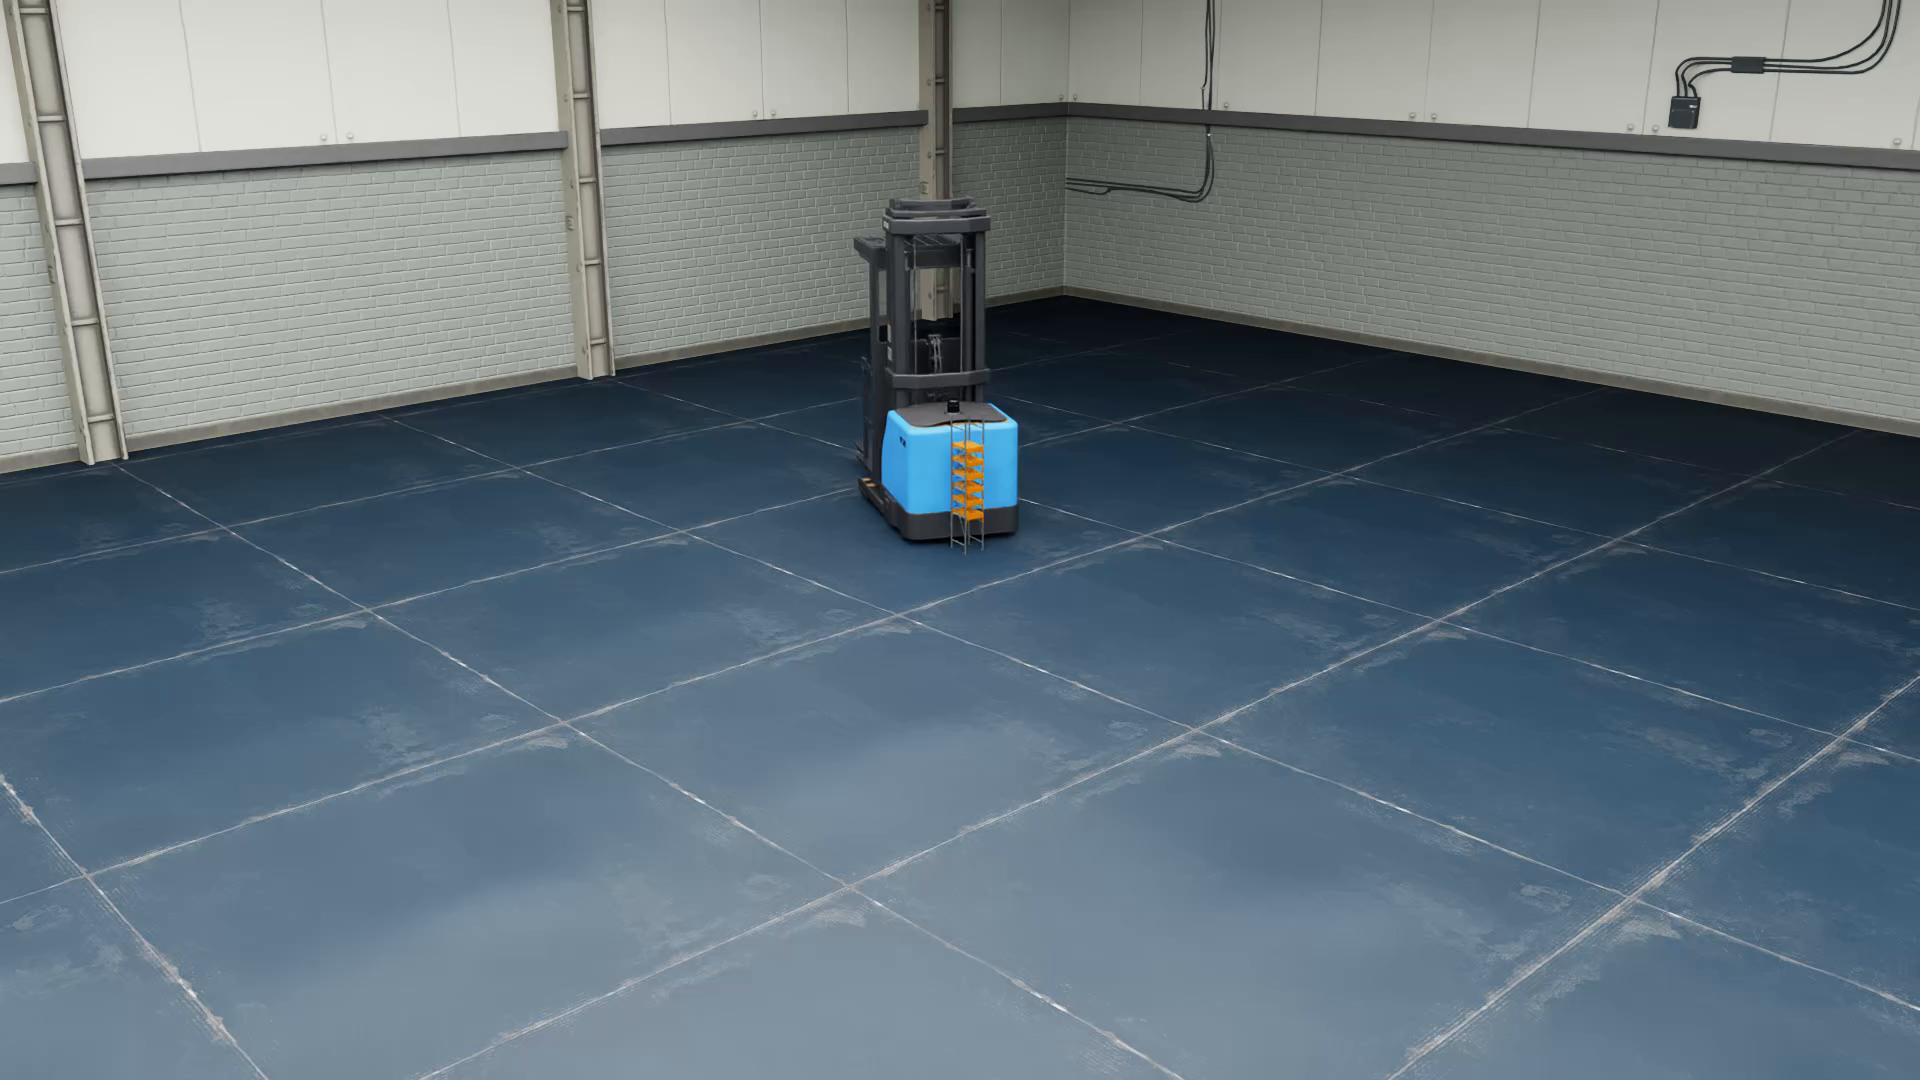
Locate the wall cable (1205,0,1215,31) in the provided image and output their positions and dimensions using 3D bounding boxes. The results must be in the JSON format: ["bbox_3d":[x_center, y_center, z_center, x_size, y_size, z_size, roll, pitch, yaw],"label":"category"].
[{"bbox_3d":[4.552,-8.330,22.931,0.112,2.526,3.097,-16,24,-41],"label":"wall cable"}]

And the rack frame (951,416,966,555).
[{"bbox_3d":[-0.012,-0.469,14.486,0.006,1.200,0.240,-11,21,-31],"label":"rack frame"}]

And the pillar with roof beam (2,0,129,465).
[{"bbox_3d":[-6.117,-4.175,13.272,0.400,9.000,9.100,-16,24,-41],"label":"pillar with roof beam"}]

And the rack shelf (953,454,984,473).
[{"bbox_3d":[0.064,-0.671,14.473,0.180,0.103,0.258,-11,21,-31],"label":"rack shelf"}]

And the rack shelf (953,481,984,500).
[{"bbox_3d":[0.064,-0.442,14.548,0.180,0.103,0.258,-11,21,-31],"label":"rack shelf"}]

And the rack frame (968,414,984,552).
[{"bbox_3d":[0.141,-0.500,14.581,0.006,1.200,0.240,-11,21,-31],"label":"rack frame"}]

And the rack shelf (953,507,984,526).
[{"bbox_3d":[0.064,-0.214,14.622,0.180,0.103,0.258,-11,21,-31],"label":"rack shelf"}]

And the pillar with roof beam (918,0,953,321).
[{"bbox_3d":[2.602,-6.718,21.114,0.400,9.000,9.100,-16,24,-41],"label":"pillar with roof beam"}]

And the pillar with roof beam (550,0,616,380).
[{"bbox_3d":[-1.758,-5.447,17.193,0.400,9.000,9.100,-16,24,-41],"label":"pillar with roof beam"}]

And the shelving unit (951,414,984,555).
[{"bbox_3d":[0.064,-0.485,14.534,0.189,1.200,0.258,-11,21,-31],"label":"shelving unit"}]

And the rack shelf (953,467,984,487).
[{"bbox_3d":[0.064,-0.556,14.510,0.180,0.103,0.258,-11,21,-31],"label":"rack shelf"}]

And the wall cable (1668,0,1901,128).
[{"bbox_3d":[9.204,-7.498,18.005,0.169,6.003,2.305,-16,24,-41],"label":"wall cable"}]

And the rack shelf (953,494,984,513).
[{"bbox_3d":[0.064,-0.328,14.585,0.180,0.103,0.258,-11,21,-31],"label":"rack shelf"}]

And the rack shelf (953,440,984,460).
[{"bbox_3d":[0.064,-0.785,14.436,0.180,0.103,0.258,-11,21,-31],"label":"rack shelf"}]

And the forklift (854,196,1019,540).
[{"bbox_3d":[-0.369,-1.810,15.815,1.130,2.935,3.031,-5,19,-15],"label":"forklift"}]

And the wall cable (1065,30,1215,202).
[{"bbox_3d":[2.693,-6.534,25.580,0.112,2.526,3.097,-16,24,-41],"label":"wall cable"}]
